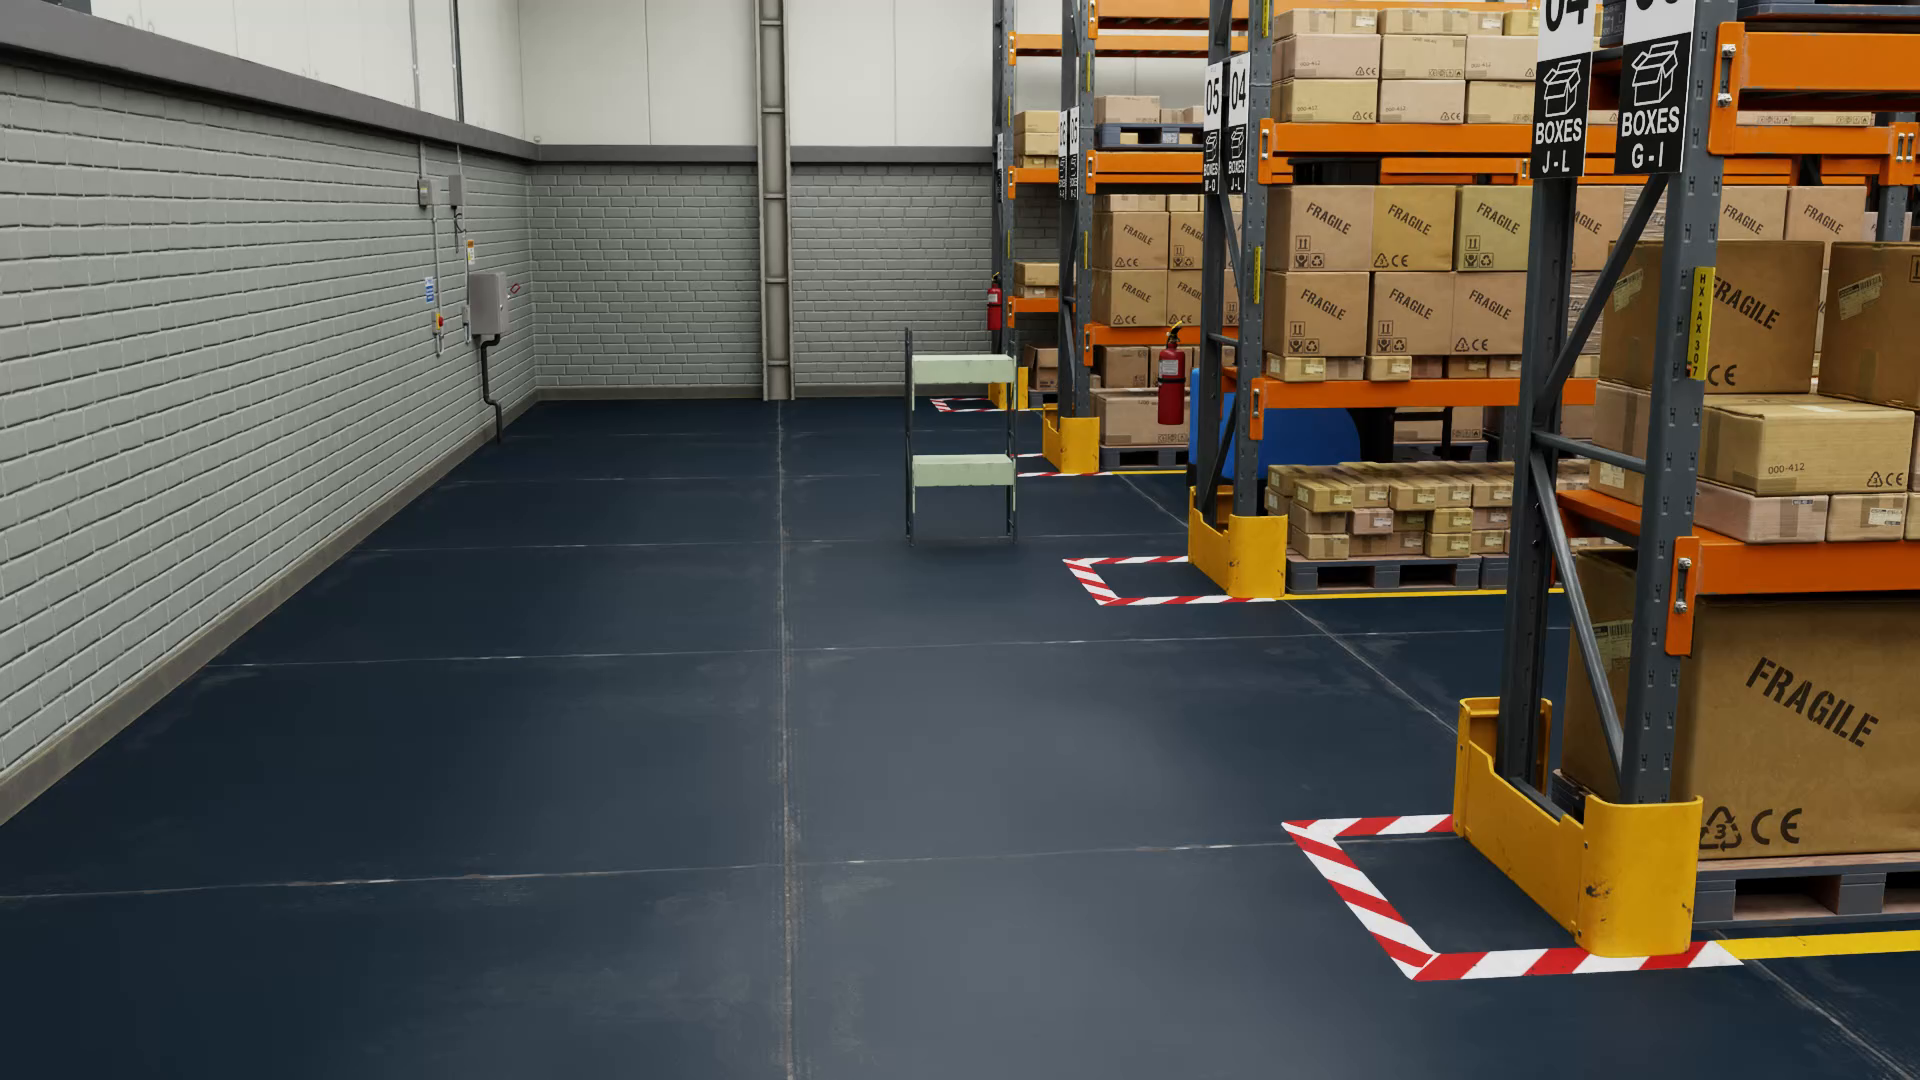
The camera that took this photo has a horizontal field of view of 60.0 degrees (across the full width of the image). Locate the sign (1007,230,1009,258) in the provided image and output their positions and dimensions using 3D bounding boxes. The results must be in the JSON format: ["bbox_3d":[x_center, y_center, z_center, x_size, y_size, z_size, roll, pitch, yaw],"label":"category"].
[{"bbox_3d":[0.563,-3.450,19.399,0.005,0.325,0.100,-1,11,-6],"label":"sign"}]

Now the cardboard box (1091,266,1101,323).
[{"bbox_3d":[1.495,-2.288,15.470,0.500,0.500,0.500,-1,11,-6],"label":"cardboard box"}]

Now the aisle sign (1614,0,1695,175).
[{"bbox_3d":[2.075,-1.494,4.952,0.004,0.787,0.394,-1,11,-6],"label":"aisle sign"}]

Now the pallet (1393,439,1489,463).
[{"bbox_3d":[4.256,-0.892,15.859,1.213,0.211,1.003,-1,11,-6],"label":"pallet"}]

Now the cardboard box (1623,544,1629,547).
[{"bbox_3d":[4.274,-0.026,10.527,0.250,0.149,0.380,-1,11,-6],"label":"cardboard box"}]

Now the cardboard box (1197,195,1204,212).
[{"bbox_3d":[2.210,-3.002,14.827,0.250,0.149,0.380,-2,11,-8],"label":"cardboard box"}]

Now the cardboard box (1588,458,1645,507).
[{"bbox_3d":[2.433,-0.225,5.886,0.250,0.149,0.380,-1,11,-5],"label":"cardboard box"}]

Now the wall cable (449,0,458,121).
[{"bbox_3d":[-4.659,-5.093,14.448,0.029,3.000,2.355,-1,11,-6],"label":"wall cable"}]

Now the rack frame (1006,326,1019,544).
[{"bbox_3d":[0.371,-0.744,11.763,0.023,1.500,0.400,-1,11,-6],"label":"rack frame"}]

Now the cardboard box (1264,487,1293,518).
[{"bbox_3d":[2.173,-0.250,10.892,0.250,0.149,0.380,-2,11,-8],"label":"cardboard box"}]

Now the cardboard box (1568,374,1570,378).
[{"bbox_3d":[3.582,-1.094,10.306,0.250,0.149,0.380,-1,11,-4],"label":"cardboard box"}]

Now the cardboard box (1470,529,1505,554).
[{"bbox_3d":[3.241,-0.023,10.511,0.250,0.149,0.380,-1,11,-6],"label":"cardboard box"}]

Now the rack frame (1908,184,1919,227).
[{"bbox_3d":[12.434,-3.380,21.283,0.127,3.000,1.000,-1,11,-6],"label":"rack frame"}]

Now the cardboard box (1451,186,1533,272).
[{"bbox_3d":[3.175,-1.893,10.099,0.500,0.500,0.500,-1,11,-7],"label":"cardboard box"}]

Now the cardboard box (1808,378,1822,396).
[{"bbox_3d":[3.072,-0.421,5.852,0.500,0.250,0.500,-1,11,-7],"label":"cardboard box"}]

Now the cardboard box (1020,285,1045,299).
[{"bbox_3d":[0.861,-2.961,19.803,0.250,0.149,0.380,-1,11,-7],"label":"cardboard box"}]

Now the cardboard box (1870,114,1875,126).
[{"bbox_3d":[8.034,-4.014,15.388,0.500,0.500,0.700,-2,11,-9],"label":"cardboard box"}]

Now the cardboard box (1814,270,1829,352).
[{"bbox_3d":[5.205,-1.445,10.411,0.500,0.500,0.500,-1,11,-6],"label":"cardboard box"}]

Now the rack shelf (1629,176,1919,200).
[{"bbox_3d":[10.446,-4.457,20.851,4.000,0.370,1.077,-1,11,-6],"label":"rack shelf"}]

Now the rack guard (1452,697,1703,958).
[{"bbox_3d":[2.090,0.950,5.742,0.348,0.500,1.175,-1,11,-6],"label":"rack guard"}]

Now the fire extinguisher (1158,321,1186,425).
[{"bbox_3d":[1.379,-1.093,10.819,0.183,0.674,0.296,-1,11,-6],"label":"fire extinguisher"}]

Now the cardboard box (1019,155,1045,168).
[{"bbox_3d":[0.846,-4.440,19.553,0.250,0.149,0.380,-1,11,-5],"label":"cardboard box"}]

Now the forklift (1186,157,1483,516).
[{"bbox_3d":[3.412,-1.746,13.150,3.031,2.935,1.130,-2,11,-12],"label":"forklift"}]

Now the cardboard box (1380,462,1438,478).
[{"bbox_3d":[2.942,-0.407,10.920,0.250,0.149,0.380,-2,11,-8],"label":"cardboard box"}]

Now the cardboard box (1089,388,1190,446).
[{"bbox_3d":[1.689,-1.160,15.544,0.875,0.438,0.875,-2,11,-8],"label":"cardboard box"}]

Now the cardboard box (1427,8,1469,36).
[{"bbox_3d":[2.800,-3.031,9.795,0.250,0.149,0.380,-1,11,-5],"label":"cardboard box"}]

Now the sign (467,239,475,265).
[{"bbox_3d":[-4.841,-2.852,16.459,0.001,0.242,0.339,-1,11,-6],"label":"sign"}]

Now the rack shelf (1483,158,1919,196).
[{"bbox_3d":[7.009,-3.422,15.586,4.000,0.370,1.077,-1,11,-6],"label":"rack shelf"}]

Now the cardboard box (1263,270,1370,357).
[{"bbox_3d":[2.155,-1.382,10.092,0.500,0.500,0.500,-1,11,-3],"label":"cardboard box"}]

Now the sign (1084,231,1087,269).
[{"bbox_3d":[1.098,-2.535,14.537,0.005,0.325,0.100,-1,11,-6],"label":"sign"}]

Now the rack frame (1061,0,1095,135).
[{"bbox_3d":[1.044,-5.122,14.591,0.127,3.000,1.000,-1,11,-6],"label":"rack frame"}]

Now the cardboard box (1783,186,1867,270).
[{"bbox_3d":[5.218,-1.938,10.328,0.500,0.500,0.500,-2,11,-8],"label":"cardboard box"}]

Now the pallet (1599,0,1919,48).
[{"bbox_3d":[2.851,-1.723,5.311,1.213,0.211,1.003,-1,11,-6],"label":"pallet"}]

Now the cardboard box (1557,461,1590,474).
[{"bbox_3d":[3.984,-0.416,10.966,0.250,0.149,0.380,-2,11,-8],"label":"cardboard box"}]

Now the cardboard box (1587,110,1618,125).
[{"bbox_3d":[3.702,-2.621,10.038,0.500,0.250,0.500,-1,11,-6],"label":"cardboard box"}]

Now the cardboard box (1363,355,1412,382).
[{"bbox_3d":[2.558,-1.060,10.135,0.250,0.149,0.380,-2,11,-8],"label":"cardboard box"}]

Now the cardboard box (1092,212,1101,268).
[{"bbox_3d":[1.498,-2.773,15.347,0.500,0.500,0.500,-1,11,-4],"label":"cardboard box"}]

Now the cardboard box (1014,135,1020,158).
[{"bbox_3d":[0.917,-4.735,20.021,0.500,0.250,0.500,-1,11,-7],"label":"cardboard box"}]

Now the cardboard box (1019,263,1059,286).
[{"bbox_3d":[0.984,-3.160,19.783,0.500,0.250,0.500,-1,11,-6],"label":"cardboard box"}]

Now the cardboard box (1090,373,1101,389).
[{"bbox_3d":[1.549,-1.933,20.226,0.250,0.149,0.380,-2,11,-8],"label":"cardboard box"}]

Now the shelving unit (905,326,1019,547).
[{"bbox_3d":[0.007,-0.736,11.724,0.755,1.500,0.431,-1,11,-6],"label":"shelving unit"}]

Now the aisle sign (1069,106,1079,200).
[{"bbox_3d":[1.004,-3.396,14.629,0.004,0.787,0.394,-1,11,-6],"label":"aisle sign"}]

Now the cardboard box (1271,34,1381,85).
[{"bbox_3d":[2.153,-2.834,9.823,0.500,0.250,0.500,-1,11,-5],"label":"cardboard box"}]

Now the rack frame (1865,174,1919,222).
[{"bbox_3d":[8.997,-2.345,16.018,0.127,3.000,1.000,-1,11,-6],"label":"rack frame"}]

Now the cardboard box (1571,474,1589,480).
[{"bbox_3d":[4.041,-0.315,10.452,0.250,0.149,0.380,-2,11,-8],"label":"cardboard box"}]

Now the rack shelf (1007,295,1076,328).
[{"bbox_3d":[2.493,-2.818,20.293,4.000,0.370,1.077,-1,11,-6],"label":"rack shelf"}]

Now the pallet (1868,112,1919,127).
[{"bbox_3d":[6.281,-2.686,10.466,1.003,0.211,1.213,-1,11,-6],"label":"pallet"}]

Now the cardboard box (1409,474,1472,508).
[{"bbox_3d":[3.000,-0.306,10.409,0.250,0.149,0.380,-2,11,-9],"label":"cardboard box"}]

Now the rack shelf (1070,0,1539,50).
[{"bbox_3d":[3.032,-4.614,14.911,4.000,0.370,1.077,-1,11,-6],"label":"rack shelf"}]

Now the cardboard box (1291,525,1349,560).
[{"bbox_3d":[2.234,0.013,10.330,0.250,0.149,0.380,-1,11,-5],"label":"cardboard box"}]

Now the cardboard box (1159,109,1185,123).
[{"bbox_3d":[1.890,-3.832,15.113,0.250,0.149,0.380,-2,11,-10],"label":"cardboard box"}]

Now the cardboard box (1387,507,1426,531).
[{"bbox_3d":[2.740,-0.162,10.449,0.250,0.149,0.380,-1,11,-5],"label":"cardboard box"}]
